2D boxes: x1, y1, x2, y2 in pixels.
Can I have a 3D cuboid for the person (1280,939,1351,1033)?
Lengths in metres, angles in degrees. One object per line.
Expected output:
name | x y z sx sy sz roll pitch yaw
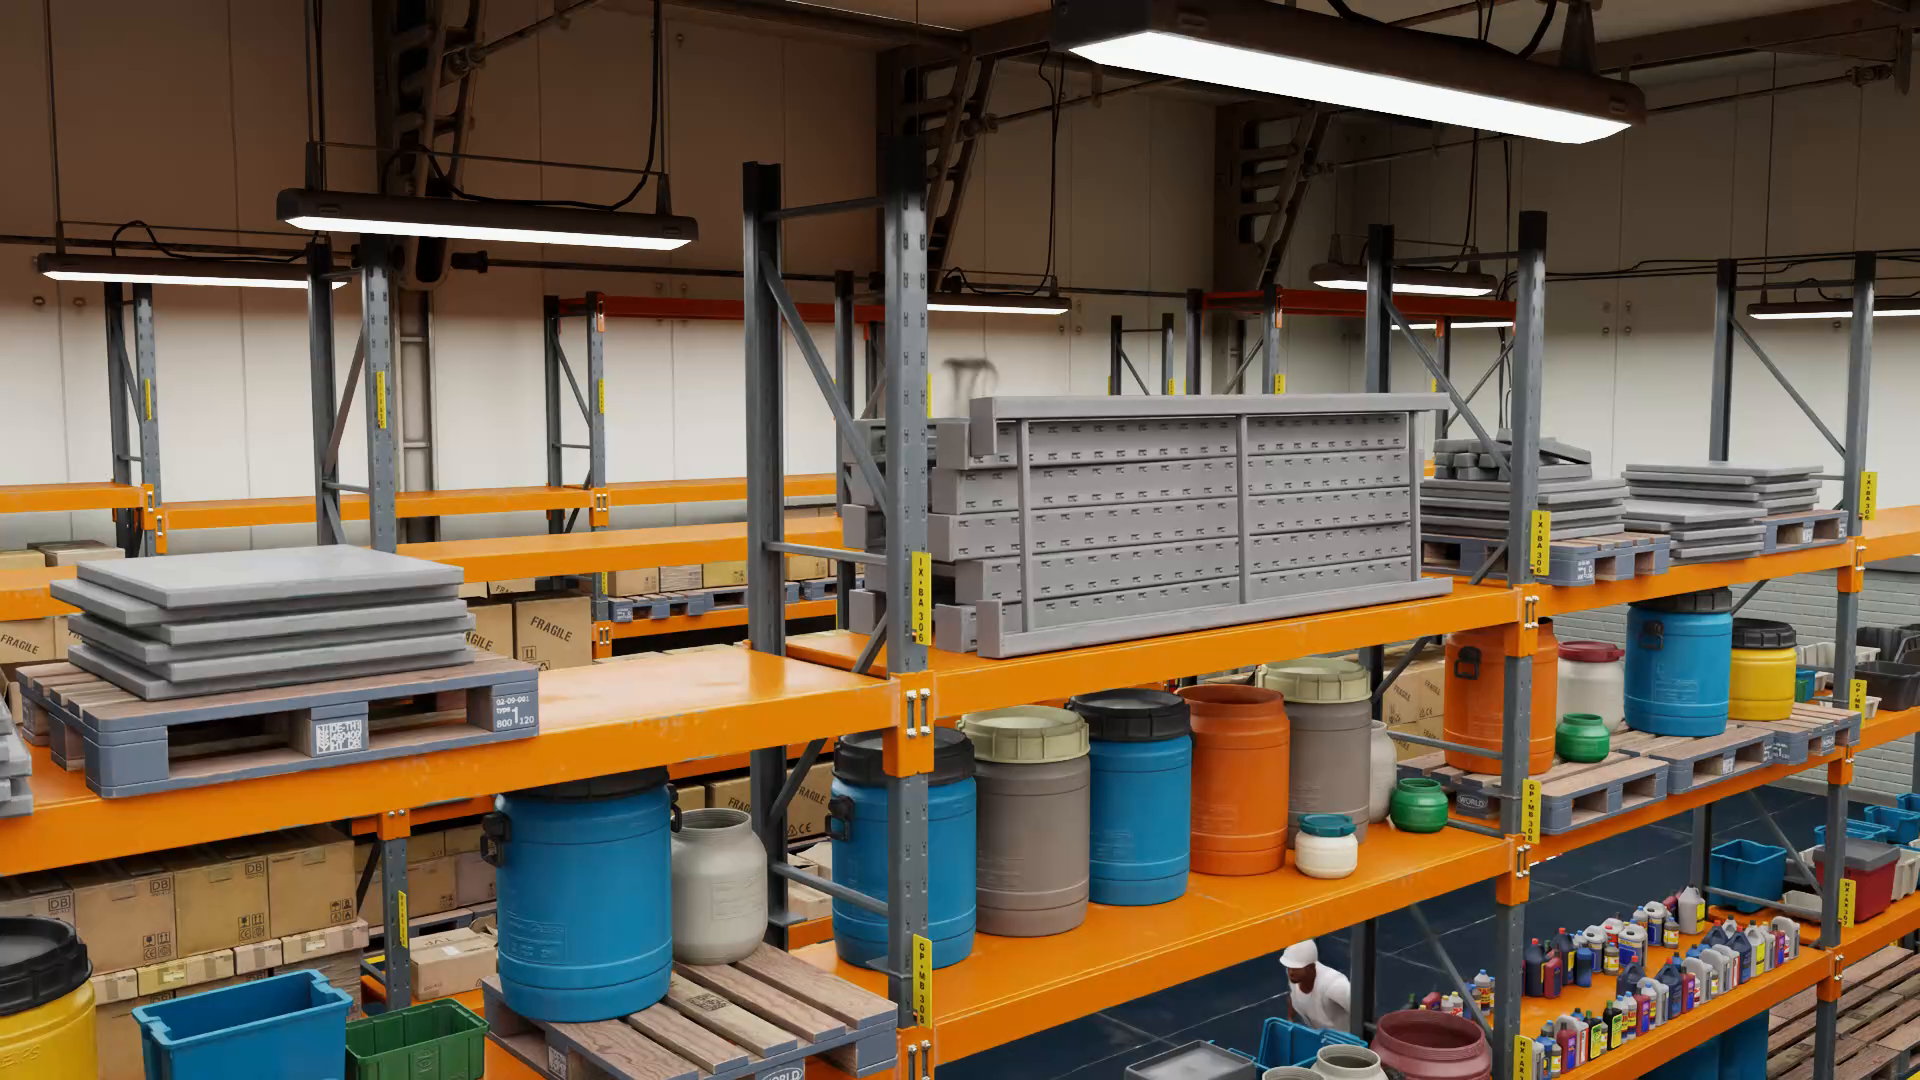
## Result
person | 2.504 3.332 11.002 1.071 1.599 0.707 -4 7 -35
